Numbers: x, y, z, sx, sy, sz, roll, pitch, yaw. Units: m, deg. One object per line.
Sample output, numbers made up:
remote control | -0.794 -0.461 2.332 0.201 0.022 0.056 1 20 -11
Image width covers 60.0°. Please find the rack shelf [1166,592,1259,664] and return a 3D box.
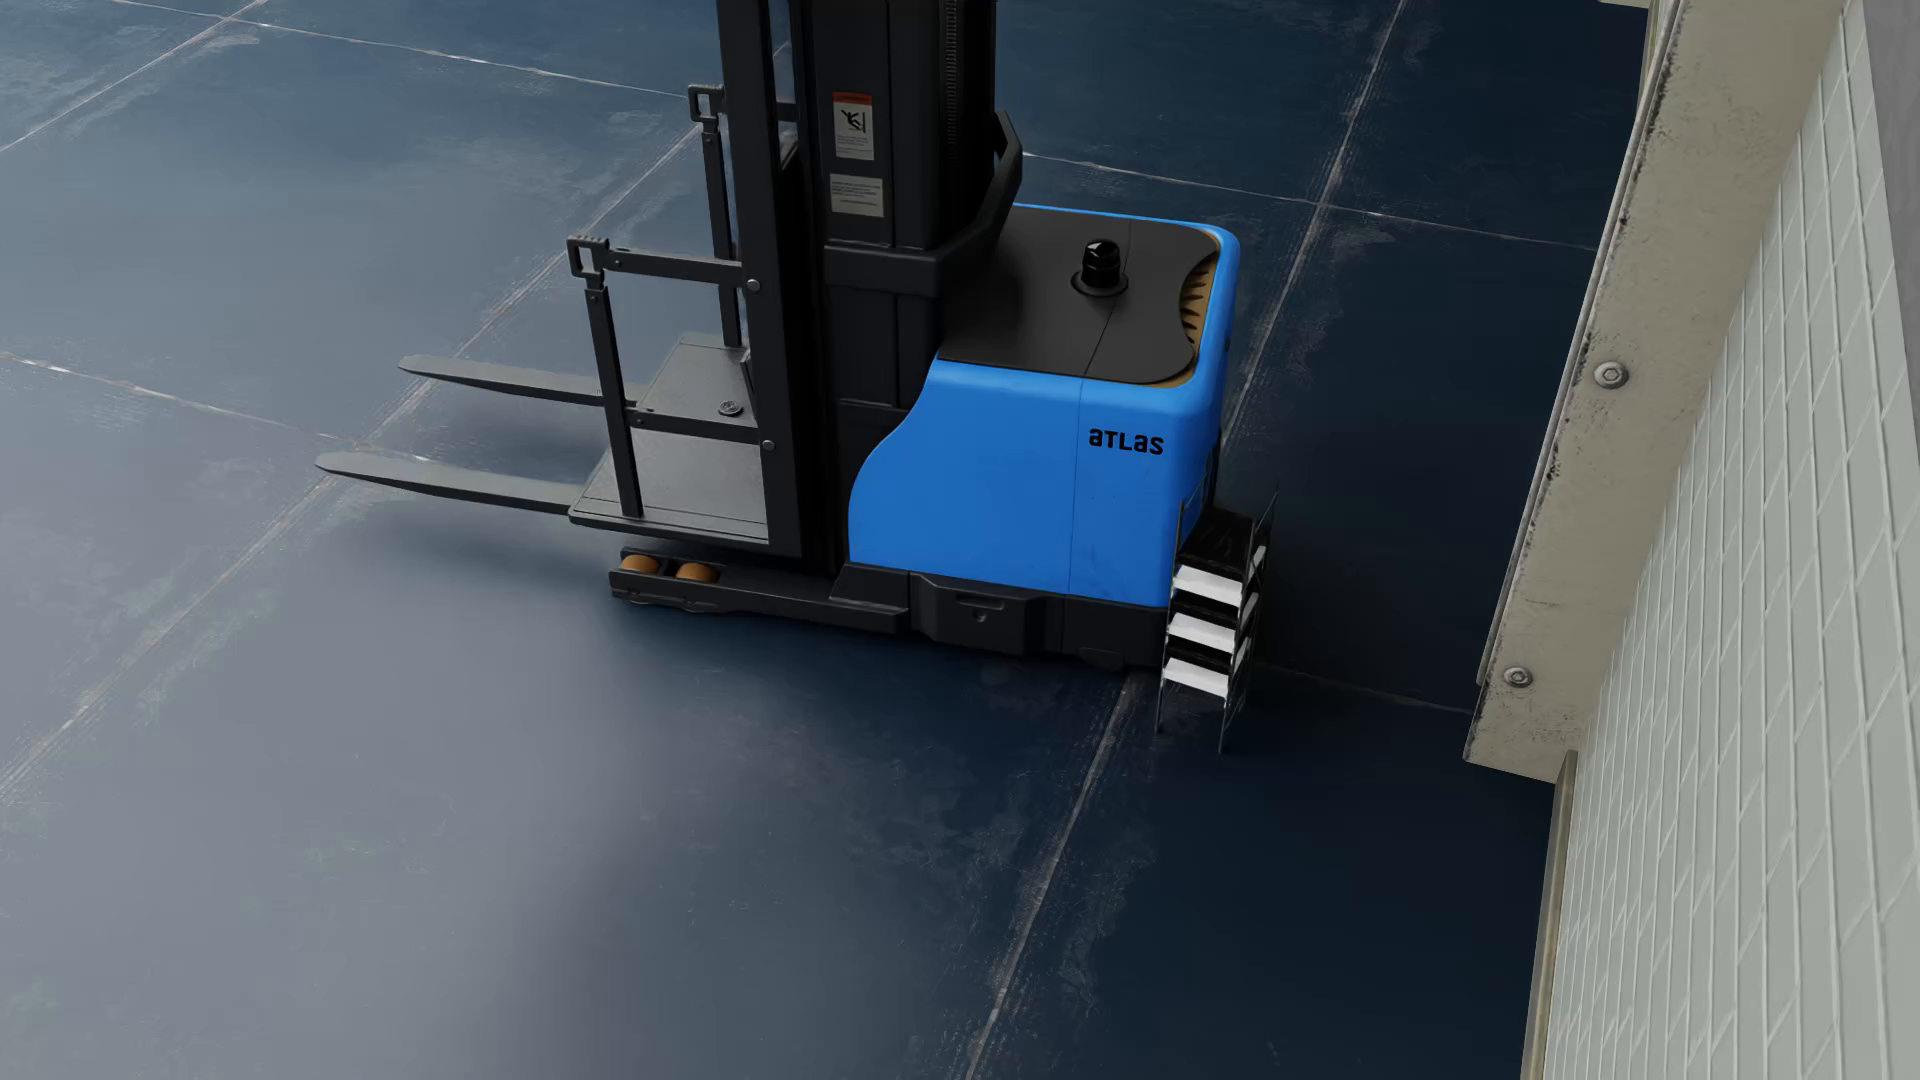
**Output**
rack shelf | 0.739 0.226 4.843 0.200 0.077 0.258 17 43 19

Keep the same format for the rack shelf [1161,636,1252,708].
rack shelf | 0.739 0.363 4.960 0.200 0.077 0.258 17 43 19

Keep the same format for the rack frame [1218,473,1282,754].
rack frame | 0.831 0.229 4.788 0.006 0.900 0.240 17 43 19

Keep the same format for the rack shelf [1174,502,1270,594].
rack shelf | 0.740 0.020 4.668 0.200 0.077 0.258 17 43 19

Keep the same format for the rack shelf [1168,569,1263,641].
rack shelf | 0.739 0.157 4.785 0.200 0.077 0.258 17 43 19

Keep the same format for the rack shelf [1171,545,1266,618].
rack shelf | 0.739 0.089 4.726 0.200 0.077 0.258 17 43 19

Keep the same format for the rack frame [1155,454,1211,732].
rack frame | 0.648 0.172 4.855 0.006 0.900 0.240 17 43 19

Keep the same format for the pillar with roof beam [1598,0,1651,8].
pillar with roof beam | -0.277 -7.466 7.568 9.100 9.000 0.400 13 42 15

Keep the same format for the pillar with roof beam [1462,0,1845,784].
pillar with roof beam | -2.329 -3.807 3.279 9.100 9.000 0.400 13 42 15

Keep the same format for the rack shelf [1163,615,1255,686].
rack shelf | 0.739 0.294 4.902 0.200 0.077 0.258 17 43 19

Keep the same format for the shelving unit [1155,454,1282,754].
shelving unit | 0.739 0.200 4.822 0.210 0.900 0.258 17 43 19

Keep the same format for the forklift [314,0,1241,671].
forklift | -0.672 -1.199 4.897 3.031 2.935 1.130 8 41 10
